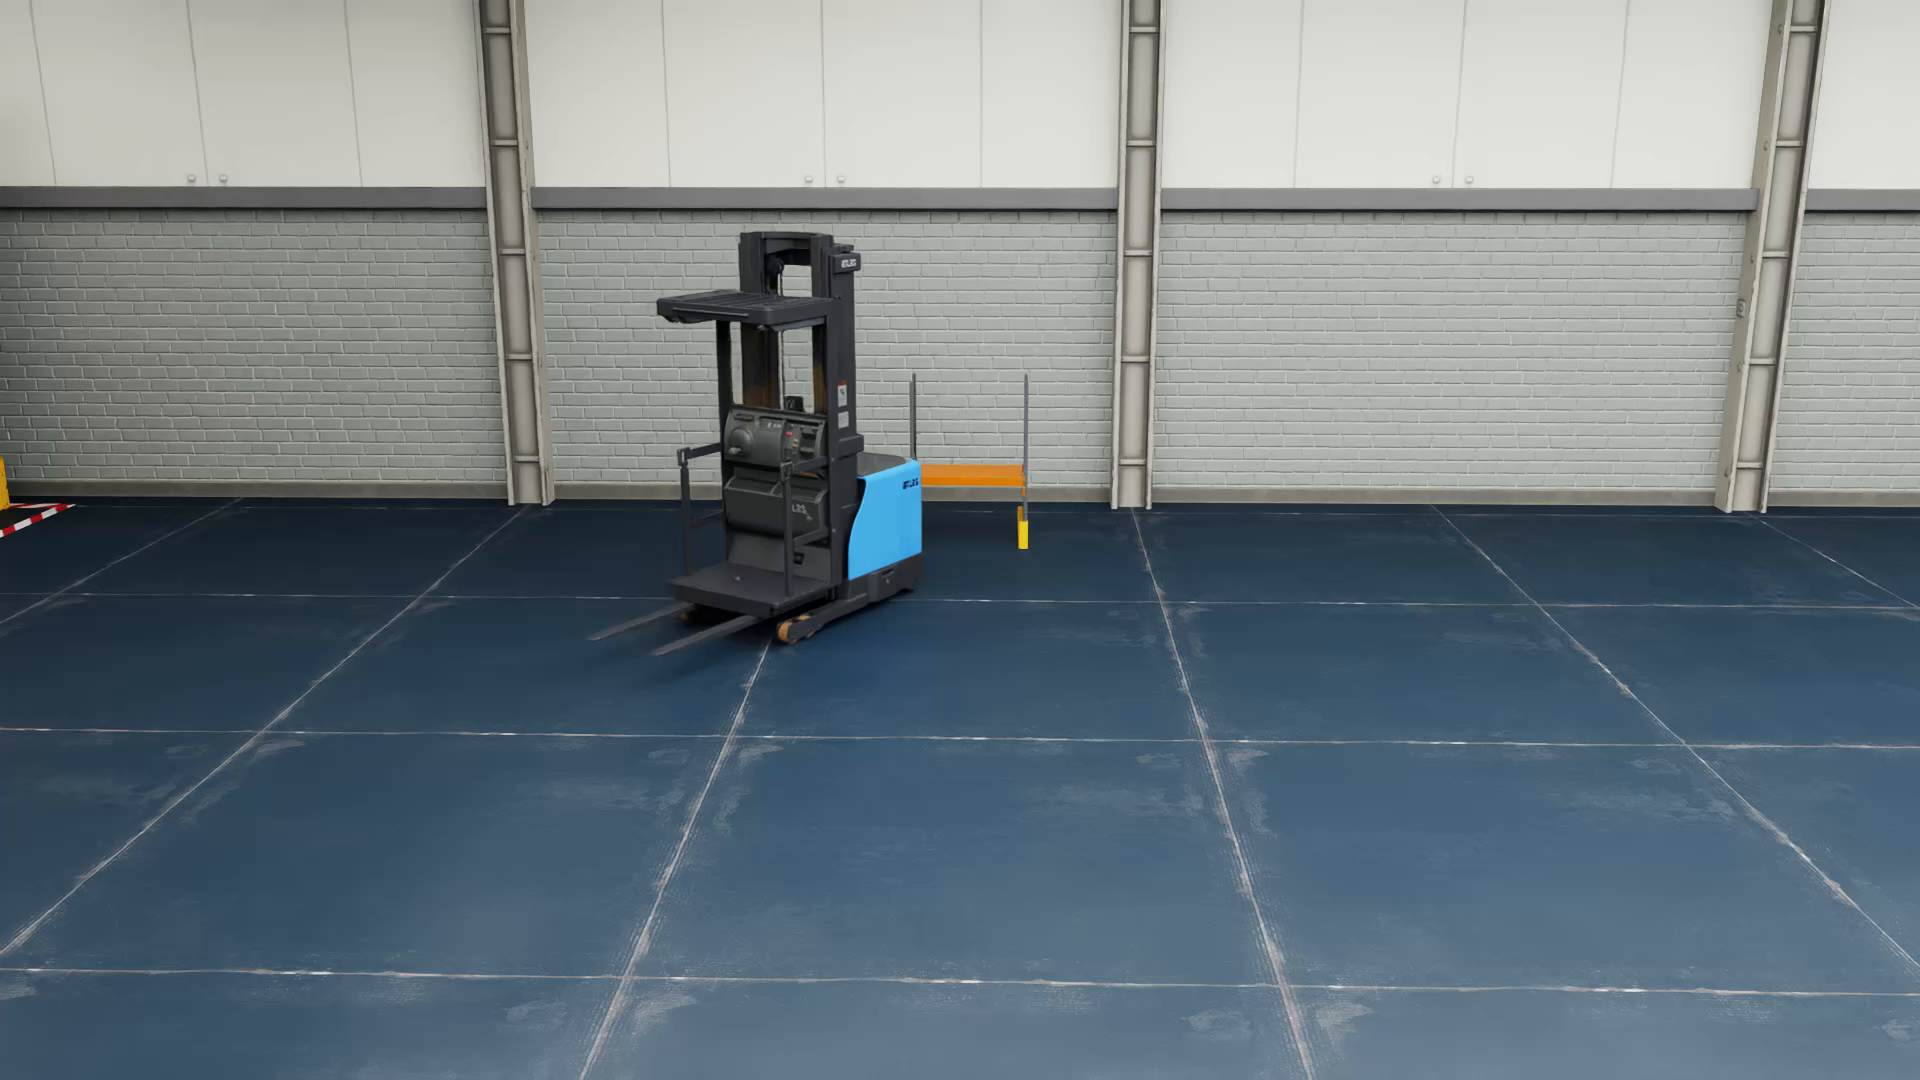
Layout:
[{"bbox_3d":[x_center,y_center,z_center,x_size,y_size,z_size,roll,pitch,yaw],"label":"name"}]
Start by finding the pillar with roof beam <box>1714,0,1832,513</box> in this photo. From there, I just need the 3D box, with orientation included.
[{"bbox_3d":[7.585,-3.561,11.108,0.400,9.000,9.100,0,15,1],"label":"pillar with roof beam"}]

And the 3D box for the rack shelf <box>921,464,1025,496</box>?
[{"bbox_3d":[0.085,-0.551,15.102,1.000,0.185,0.538,0,15,1],"label":"rack shelf"}]

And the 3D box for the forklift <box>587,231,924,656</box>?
[{"bbox_3d":[-1.528,-0.782,12.468,1.130,2.935,3.031,9,17,32],"label":"forklift"}]

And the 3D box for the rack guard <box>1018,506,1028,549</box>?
[{"bbox_3d":[0.574,-0.117,15.204,0.087,0.250,0.587,0,15,1],"label":"rack guard"}]

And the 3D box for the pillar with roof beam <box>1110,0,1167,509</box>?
[{"bbox_3d":[1.587,-3.600,11.256,0.400,9.000,9.100,0,15,1],"label":"pillar with roof beam"}]

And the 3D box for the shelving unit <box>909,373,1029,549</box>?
[{"bbox_3d":[0.076,-0.725,15.057,1.083,1.500,0.587,0,15,1],"label":"shelving unit"}]

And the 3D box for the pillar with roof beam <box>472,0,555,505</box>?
[{"bbox_3d":[-4.411,-3.639,11.405,0.400,9.000,9.100,0,15,1],"label":"pillar with roof beam"}]

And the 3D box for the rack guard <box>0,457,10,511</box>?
[{"bbox_3d":[-9.602,-0.432,15.909,0.348,0.500,1.175,0,15,1],"label":"rack guard"}]

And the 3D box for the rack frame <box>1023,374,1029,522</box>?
[{"bbox_3d":[0.593,-0.721,15.044,0.032,1.500,0.500,0,15,1],"label":"rack frame"}]

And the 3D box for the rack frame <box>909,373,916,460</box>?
[{"bbox_3d":[-0.423,-0.728,15.069,0.032,1.500,0.500,0,15,1],"label":"rack frame"}]
